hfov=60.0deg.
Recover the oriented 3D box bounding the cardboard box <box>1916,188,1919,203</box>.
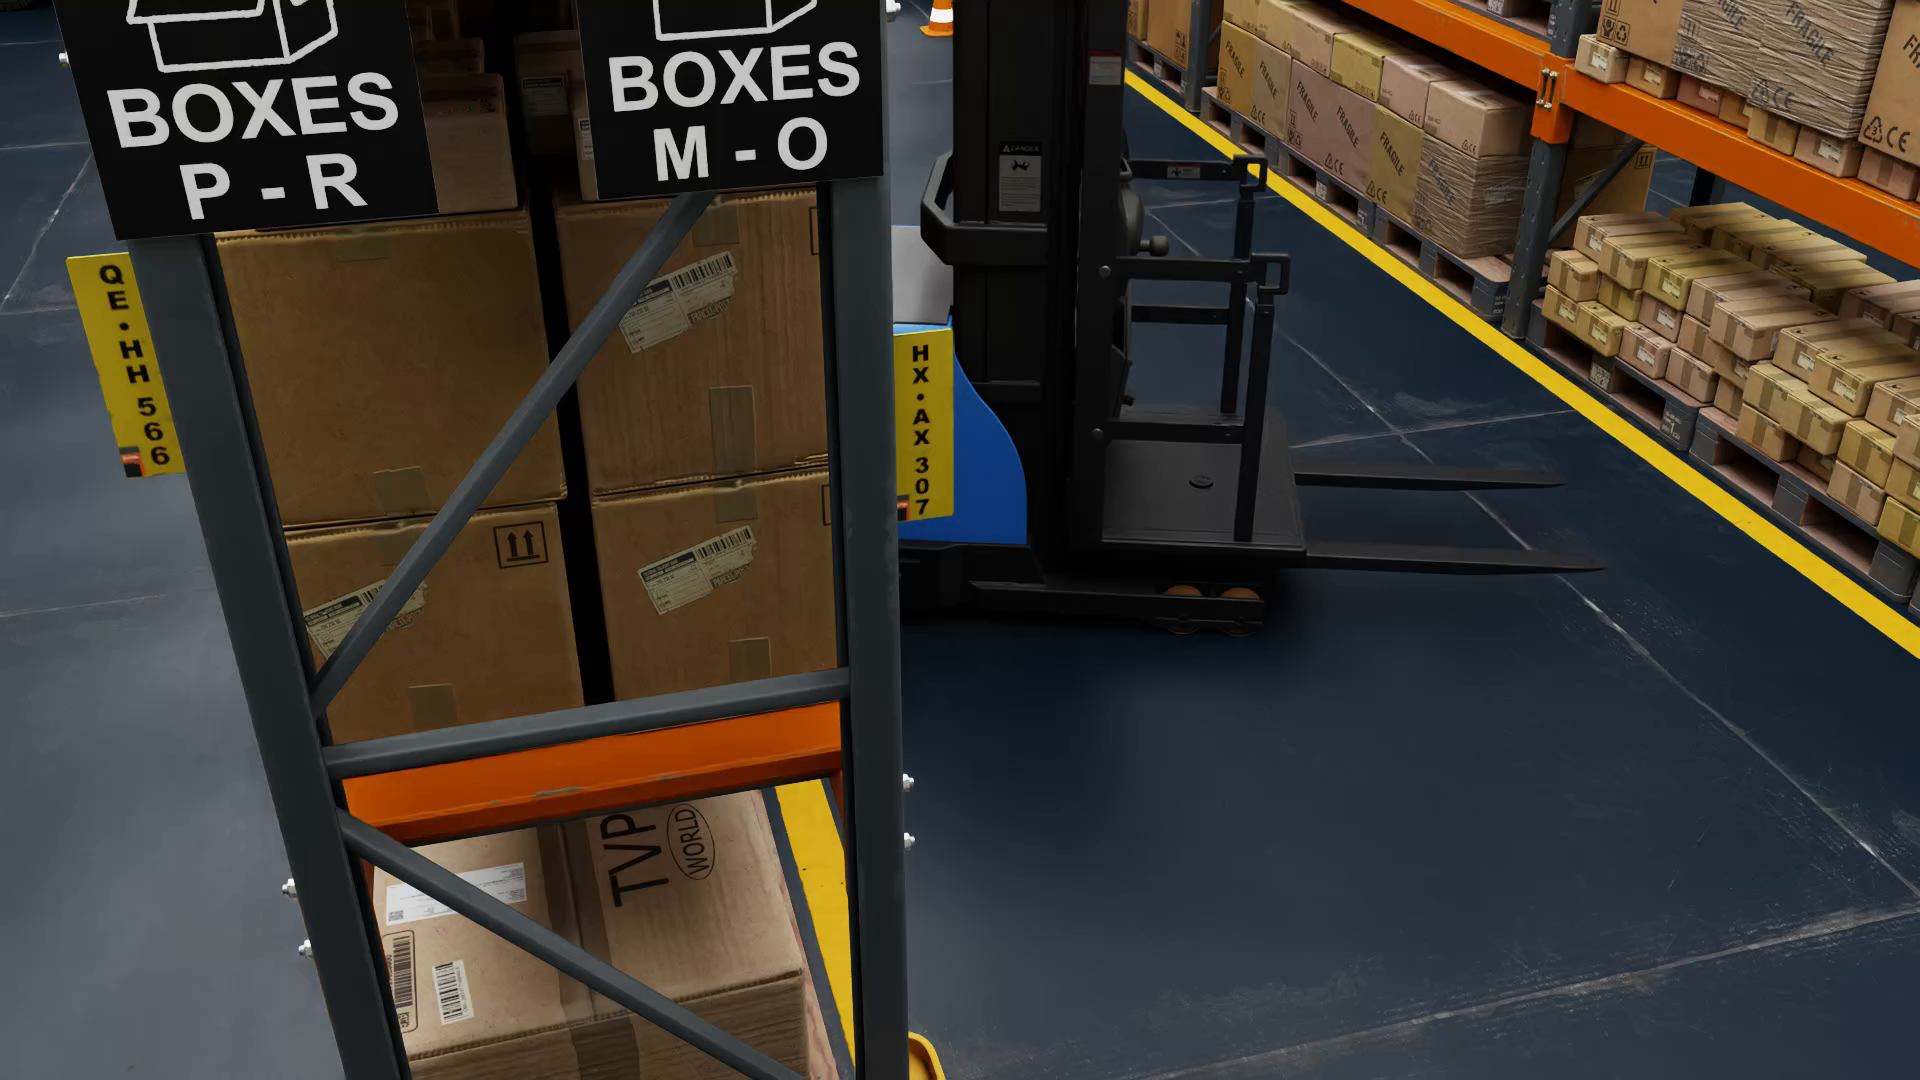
[{"bbox_3d":[3.448,-1.174,5.535,0.380,0.149,0.250,-7,31,-12],"label":"cardboard box"}]

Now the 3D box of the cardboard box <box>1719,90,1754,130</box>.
[{"bbox_3d":[3.176,-1.677,6.404,0.380,0.149,0.250,-9,31,-15],"label":"cardboard box"}]

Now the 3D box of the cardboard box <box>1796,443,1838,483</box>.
[{"bbox_3d":[3.402,-0.327,6.246,0.380,0.149,0.250,-7,31,-12],"label":"cardboard box"}]

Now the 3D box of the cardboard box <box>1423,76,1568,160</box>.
[{"bbox_3d":[2.647,-2.086,8.187,0.500,0.250,0.500,-9,31,-15],"label":"cardboard box"}]

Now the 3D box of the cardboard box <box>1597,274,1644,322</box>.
[{"bbox_3d":[3.030,-1.084,7.258,0.380,0.149,0.250,-8,31,-13],"label":"cardboard box"}]

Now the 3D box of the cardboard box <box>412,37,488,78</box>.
[{"bbox_3d":[-0.975,-0.719,2.753,0.380,0.149,0.250,-7,31,-12],"label":"cardboard box"}]

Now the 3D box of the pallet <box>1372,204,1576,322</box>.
[{"bbox_3d":[2.880,-1.504,8.638,1.003,0.211,1.213,-8,31,-13],"label":"pallet"}]

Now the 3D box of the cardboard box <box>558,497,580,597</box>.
[{"bbox_3d":[-1.098,-0.182,3.470,0.500,0.500,0.500,-8,31,-14],"label":"cardboard box"}]

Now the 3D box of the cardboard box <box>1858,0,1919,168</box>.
[{"bbox_3d":[3.385,-1.493,5.439,0.500,0.500,0.500,-6,31,-11],"label":"cardboard box"}]

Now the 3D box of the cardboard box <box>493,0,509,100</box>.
[{"bbox_3d":[-1.637,-1.597,4.917,0.500,0.500,0.500,-8,31,-14],"label":"cardboard box"}]

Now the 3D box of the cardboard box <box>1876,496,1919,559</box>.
[{"bbox_3d":[3.450,-0.060,5.786,0.380,0.149,0.250,-9,31,-15],"label":"cardboard box"}]

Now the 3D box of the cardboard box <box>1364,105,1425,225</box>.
[{"bbox_3d":[2.513,-2.007,8.799,0.500,0.500,0.500,-9,31,-14],"label":"cardboard box"}]

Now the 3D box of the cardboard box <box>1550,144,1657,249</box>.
[{"bbox_3d":[3.148,-1.827,8.489,0.500,0.500,0.500,-7,31,-11],"label":"cardboard box"}]

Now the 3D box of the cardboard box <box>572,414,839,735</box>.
[{"bbox_3d":[-0.446,-0.009,3.172,0.500,0.500,0.500,-8,31,-14],"label":"cardboard box"}]

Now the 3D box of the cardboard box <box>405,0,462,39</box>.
[{"bbox_3d":[-1.151,-0.960,3.168,0.380,0.149,0.250,-7,31,-12],"label":"cardboard box"}]

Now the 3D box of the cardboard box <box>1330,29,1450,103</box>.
[{"bbox_3d":[2.369,-2.589,9.056,0.500,0.250,0.500,-9,31,-15],"label":"cardboard box"}]

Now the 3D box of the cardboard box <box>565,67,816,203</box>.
[{"bbox_3d":[-0.423,-0.661,2.653,0.380,0.149,0.250,-7,31,-12],"label":"cardboard box"}]

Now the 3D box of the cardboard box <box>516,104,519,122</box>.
[{"bbox_3d":[-0.998,-0.993,4.871,0.500,0.500,0.500,-8,31,-14],"label":"cardboard box"}]

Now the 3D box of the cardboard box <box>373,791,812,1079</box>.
[{"bbox_3d":[-0.867,0.925,3.795,0.875,0.438,0.875,-9,31,-15],"label":"cardboard box"}]

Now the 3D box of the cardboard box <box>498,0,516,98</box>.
[{"bbox_3d":[-1.139,-1.667,5.037,0.500,0.500,0.500,-8,31,-14],"label":"cardboard box"}]

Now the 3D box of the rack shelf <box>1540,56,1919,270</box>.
[{"bbox_3d":[3.619,-1.058,5.801,1.077,0.370,4.000,-8,31,-13],"label":"rack shelf"}]

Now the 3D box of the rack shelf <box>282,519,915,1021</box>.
[{"bbox_3d":[-1.127,-0.351,4.580,1.077,0.370,4.000,-8,31,-13],"label":"rack shelf"}]

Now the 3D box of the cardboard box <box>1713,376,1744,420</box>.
[{"bbox_3d":[3.282,-0.582,6.687,0.380,0.149,0.250,-9,31,-15],"label":"cardboard box"}]

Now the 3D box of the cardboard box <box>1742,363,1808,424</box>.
[{"bbox_3d":[3.254,-0.574,6.377,0.380,0.149,0.250,-8,31,-14],"label":"cardboard box"}]

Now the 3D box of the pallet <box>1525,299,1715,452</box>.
[{"bbox_3d":[3.301,-0.809,7.436,1.003,0.211,1.213,-8,31,-13],"label":"pallet"}]

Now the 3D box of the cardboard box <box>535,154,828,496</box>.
[{"bbox_3d":[-0.449,-0.442,2.921,0.500,0.500,0.500,-9,31,-14],"label":"cardboard box"}]

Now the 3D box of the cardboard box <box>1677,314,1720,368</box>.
[{"bbox_3d":[3.198,-0.840,6.837,0.380,0.149,0.250,-9,31,-16],"label":"cardboard box"}]

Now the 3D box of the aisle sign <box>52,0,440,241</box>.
[{"bbox_3d":[-0.876,-0.745,1.948,0.394,0.787,0.004,-8,31,-13],"label":"aisle sign"}]

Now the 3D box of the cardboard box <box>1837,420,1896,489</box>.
[{"bbox_3d":[3.395,-0.322,5.942,0.380,0.149,0.250,-6,31,-11],"label":"cardboard box"}]

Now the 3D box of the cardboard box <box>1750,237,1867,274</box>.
[{"bbox_3d":[3.613,-1.166,7.103,0.380,0.149,0.250,-8,31,-14],"label":"cardboard box"}]

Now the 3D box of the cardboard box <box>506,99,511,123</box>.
[{"bbox_3d":[-2.020,-1.746,6.423,0.500,0.250,0.500,-9,31,-14],"label":"cardboard box"}]

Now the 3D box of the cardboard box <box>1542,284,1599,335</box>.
[{"bbox_3d":[2.875,-1.064,7.521,0.380,0.149,0.250,-9,31,-15],"label":"cardboard box"}]

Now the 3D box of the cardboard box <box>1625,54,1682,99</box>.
[{"bbox_3d":[2.988,-1.931,6.843,0.380,0.149,0.250,-7,31,-12],"label":"cardboard box"}]

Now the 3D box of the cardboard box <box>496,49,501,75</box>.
[{"bbox_3d":[-1.380,-1.104,4.066,0.500,0.500,0.500,-8,31,-14],"label":"cardboard box"}]

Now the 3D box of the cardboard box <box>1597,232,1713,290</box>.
[{"bbox_3d":[2.996,-1.206,7.171,0.380,0.149,0.250,-6,31,-11],"label":"cardboard box"}]

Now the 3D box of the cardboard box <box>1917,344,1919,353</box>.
[{"bbox_3d":[3.811,-0.648,6.209,0.380,0.149,0.250,-8,31,-13],"label":"cardboard box"}]

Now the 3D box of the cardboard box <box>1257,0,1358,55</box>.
[{"bbox_3d":[2.111,-3.081,9.907,0.500,0.250,0.500,-8,31,-14],"label":"cardboard box"}]

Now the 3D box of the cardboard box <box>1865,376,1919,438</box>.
[{"bbox_3d":[3.467,-0.466,5.893,0.380,0.149,0.250,-9,31,-15],"label":"cardboard box"}]

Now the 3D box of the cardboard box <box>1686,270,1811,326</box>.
[{"bbox_3d":[3.202,-0.967,6.759,0.380,0.149,0.250,-9,31,-15],"label":"cardboard box"}]

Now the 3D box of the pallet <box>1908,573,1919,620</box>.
[{"bbox_3d":[3.948,0.370,5.400,1.003,0.211,1.213,-8,31,-13],"label":"pallet"}]

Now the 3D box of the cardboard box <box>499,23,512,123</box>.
[{"bbox_3d":[-1.288,-1.481,5.715,0.500,0.500,0.500,-8,31,-13],"label":"cardboard box"}]

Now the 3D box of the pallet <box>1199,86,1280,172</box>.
[{"bbox_3d":[2.233,-2.683,10.674,1.003,0.211,1.213,-8,31,-13],"label":"pallet"}]

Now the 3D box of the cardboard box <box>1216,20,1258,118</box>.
[{"bbox_3d":[1.968,-2.991,10.500,0.500,0.500,0.500,-9,31,-15],"label":"cardboard box"}]

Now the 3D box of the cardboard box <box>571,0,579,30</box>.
[{"bbox_3d":[-0.520,-0.919,3.098,0.380,0.149,0.250,-7,31,-12],"label":"cardboard box"}]

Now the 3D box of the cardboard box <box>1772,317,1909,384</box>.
[{"bbox_3d":[3.342,-0.713,6.320,0.380,0.149,0.250,-9,31,-15],"label":"cardboard box"}]

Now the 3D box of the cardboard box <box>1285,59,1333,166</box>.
[{"bbox_3d":[2.246,-2.502,9.654,0.500,0.500,0.500,-9,31,-15],"label":"cardboard box"}]

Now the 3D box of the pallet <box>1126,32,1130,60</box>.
[{"bbox_3d":[1.570,-4.039,13.018,1.003,0.211,1.213,-8,31,-13],"label":"pallet"}]

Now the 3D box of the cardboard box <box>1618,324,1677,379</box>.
[{"bbox_3d":[3.062,-0.823,7.104,0.380,0.149,0.250,-8,31,-14],"label":"cardboard box"}]

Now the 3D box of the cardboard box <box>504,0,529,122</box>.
[{"bbox_3d":[-0.737,-0.938,3.779,0.500,0.500,0.500,-8,31,-14],"label":"cardboard box"}]

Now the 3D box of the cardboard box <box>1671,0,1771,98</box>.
[{"bbox_3d":[3.115,-1.996,6.308,0.500,0.500,0.500,-8,31,-13],"label":"cardboard box"}]

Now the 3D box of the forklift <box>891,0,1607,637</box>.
[{"bbox_3d":[0.720,-1.216,5.426,3.031,2.935,1.130,3,30,4],"label":"forklift"}]

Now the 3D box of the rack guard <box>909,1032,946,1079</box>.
[{"bbox_3d":[-0.589,1.397,3.337,1.175,0.500,0.348,-8,31,-13],"label":"rack guard"}]

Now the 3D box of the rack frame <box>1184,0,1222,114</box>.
[{"bbox_3d":[2.027,-4.267,10.628,1.000,3.000,0.127,-8,31,-13],"label":"rack frame"}]

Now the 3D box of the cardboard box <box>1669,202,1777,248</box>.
[{"bbox_3d":[3.434,-1.403,7.513,0.380,0.149,0.250,-7,31,-12],"label":"cardboard box"}]

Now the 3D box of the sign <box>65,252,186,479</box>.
[{"bbox_3d":[-1.123,-0.234,2.268,0.100,0.325,0.005,-8,31,-13],"label":"sign"}]

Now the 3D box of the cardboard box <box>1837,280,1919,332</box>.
[{"bbox_3d":[3.767,-0.912,6.663,0.380,0.149,0.250,-9,31,-16],"label":"cardboard box"}]

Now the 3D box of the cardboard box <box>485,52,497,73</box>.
[{"bbox_3d":[-1.120,-0.622,3.232,0.500,0.500,0.500,-8,31,-13],"label":"cardboard box"}]

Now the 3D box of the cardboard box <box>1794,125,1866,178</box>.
[{"bbox_3d":[3.244,-1.416,5.954,0.380,0.149,0.250,-7,31,-11],"label":"cardboard box"}]

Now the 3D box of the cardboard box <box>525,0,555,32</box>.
[{"bbox_3d":[-0.728,-1.164,3.521,0.380,0.149,0.250,-8,31,-13],"label":"cardboard box"}]

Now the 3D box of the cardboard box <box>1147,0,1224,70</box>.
[{"bbox_3d":[1.952,-3.781,11.615,1.050,0.750,0.750,-8,31,-14],"label":"cardboard box"}]
